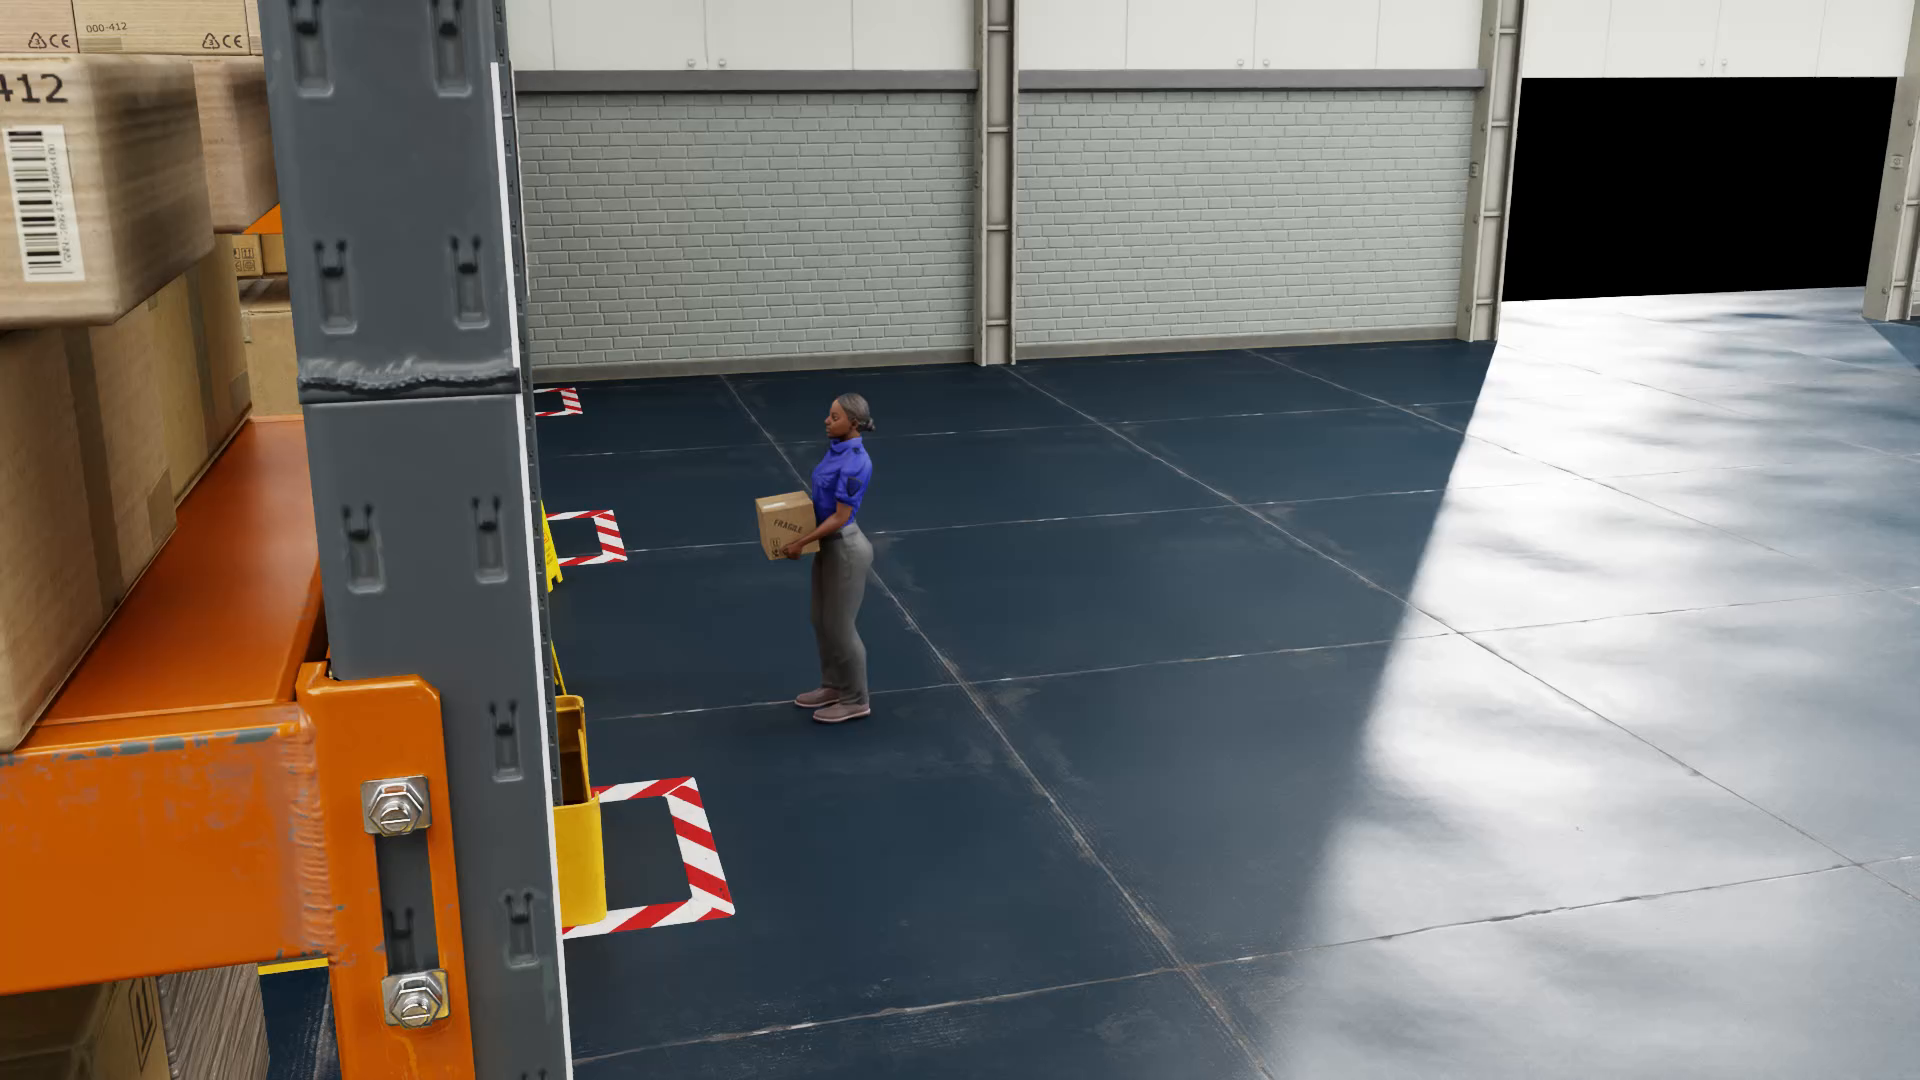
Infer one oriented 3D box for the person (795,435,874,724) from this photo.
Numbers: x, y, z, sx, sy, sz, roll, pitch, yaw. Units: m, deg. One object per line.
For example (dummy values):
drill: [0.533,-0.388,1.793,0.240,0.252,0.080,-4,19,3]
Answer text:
person: [-0.632,0.183,8.308,0.394,1.436,0.439,-4,17,-14]
